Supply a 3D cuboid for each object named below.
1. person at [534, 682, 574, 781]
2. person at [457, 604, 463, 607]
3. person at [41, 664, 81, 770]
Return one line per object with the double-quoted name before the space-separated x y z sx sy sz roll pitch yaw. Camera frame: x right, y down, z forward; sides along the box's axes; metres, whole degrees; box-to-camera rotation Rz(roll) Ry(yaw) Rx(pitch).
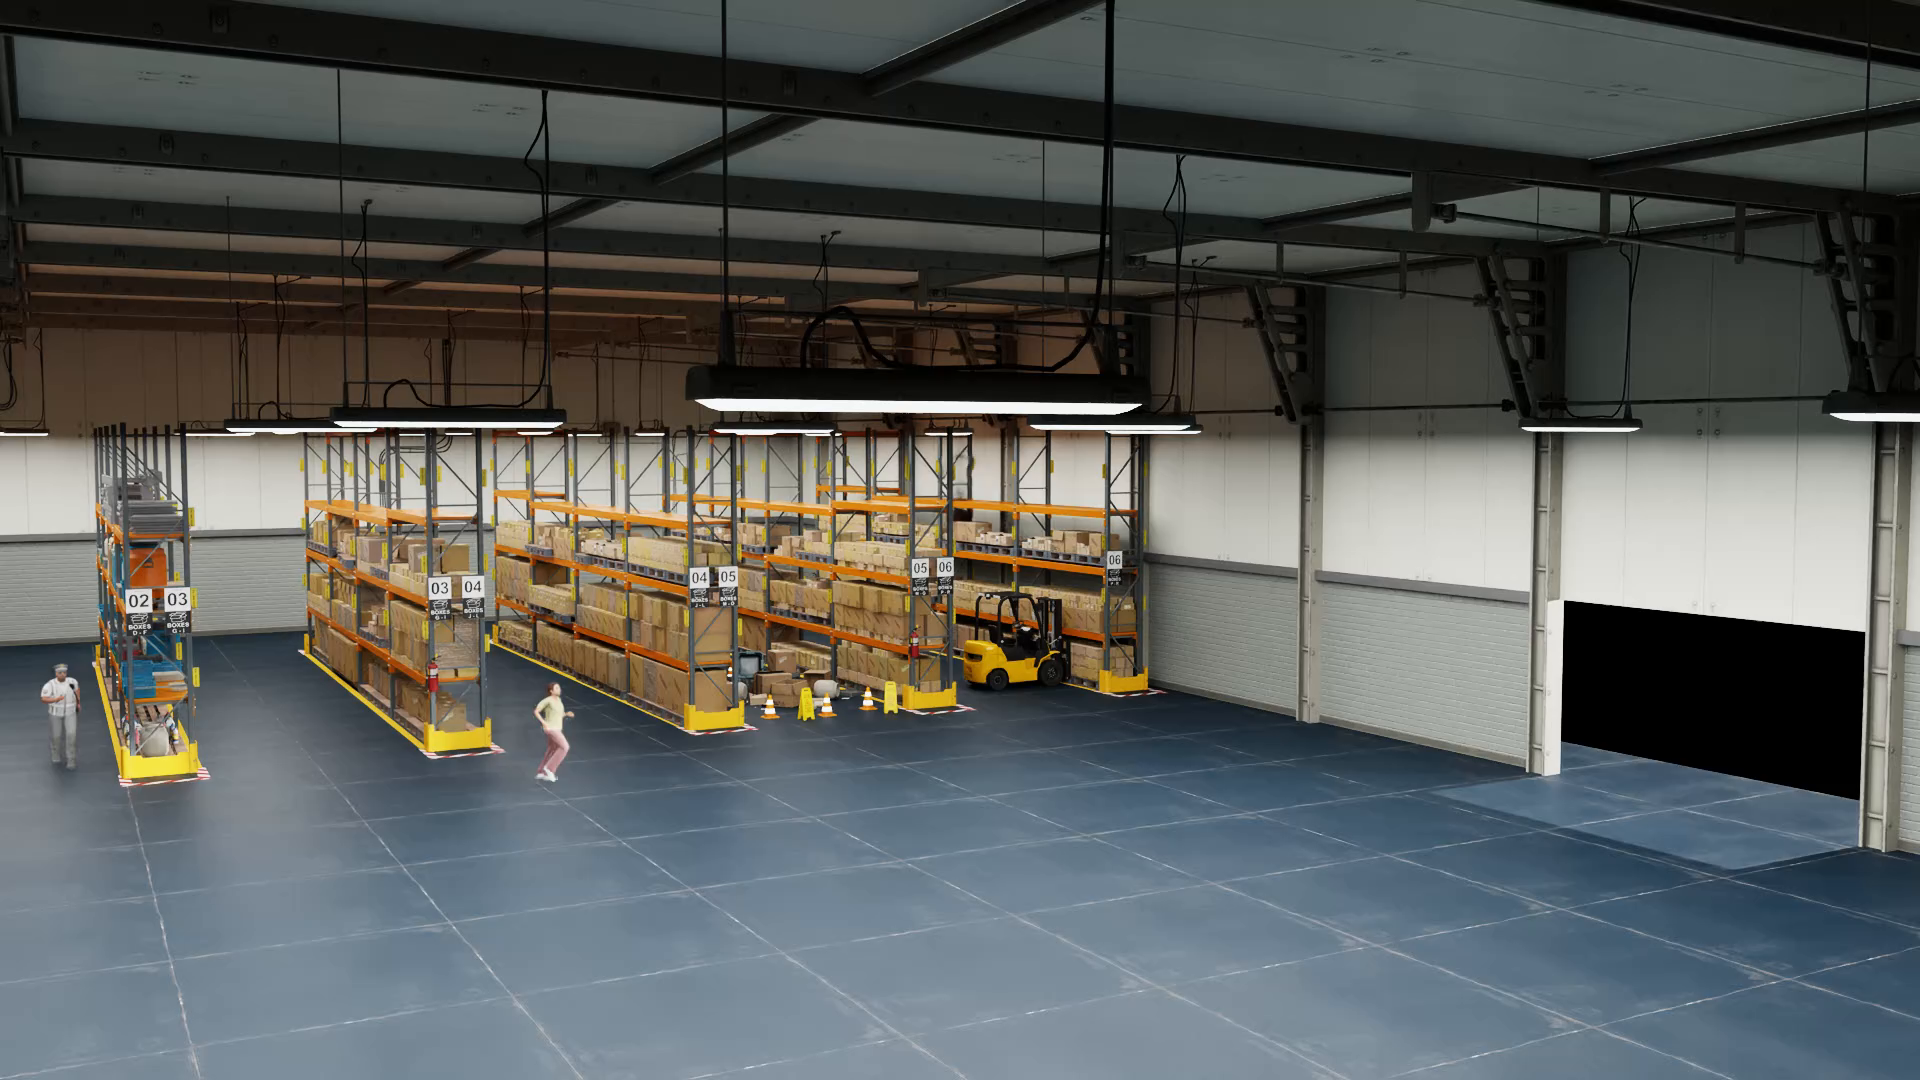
"person" -6.797 3.209 27.914 0.629 1.652 0.555 1 3 9
"person" -13.380 2.128 44.745 0.730 1.767 0.928 -1 4 -16
"person" -15.738 3.057 29.133 0.641 1.816 0.915 -3 4 -37
